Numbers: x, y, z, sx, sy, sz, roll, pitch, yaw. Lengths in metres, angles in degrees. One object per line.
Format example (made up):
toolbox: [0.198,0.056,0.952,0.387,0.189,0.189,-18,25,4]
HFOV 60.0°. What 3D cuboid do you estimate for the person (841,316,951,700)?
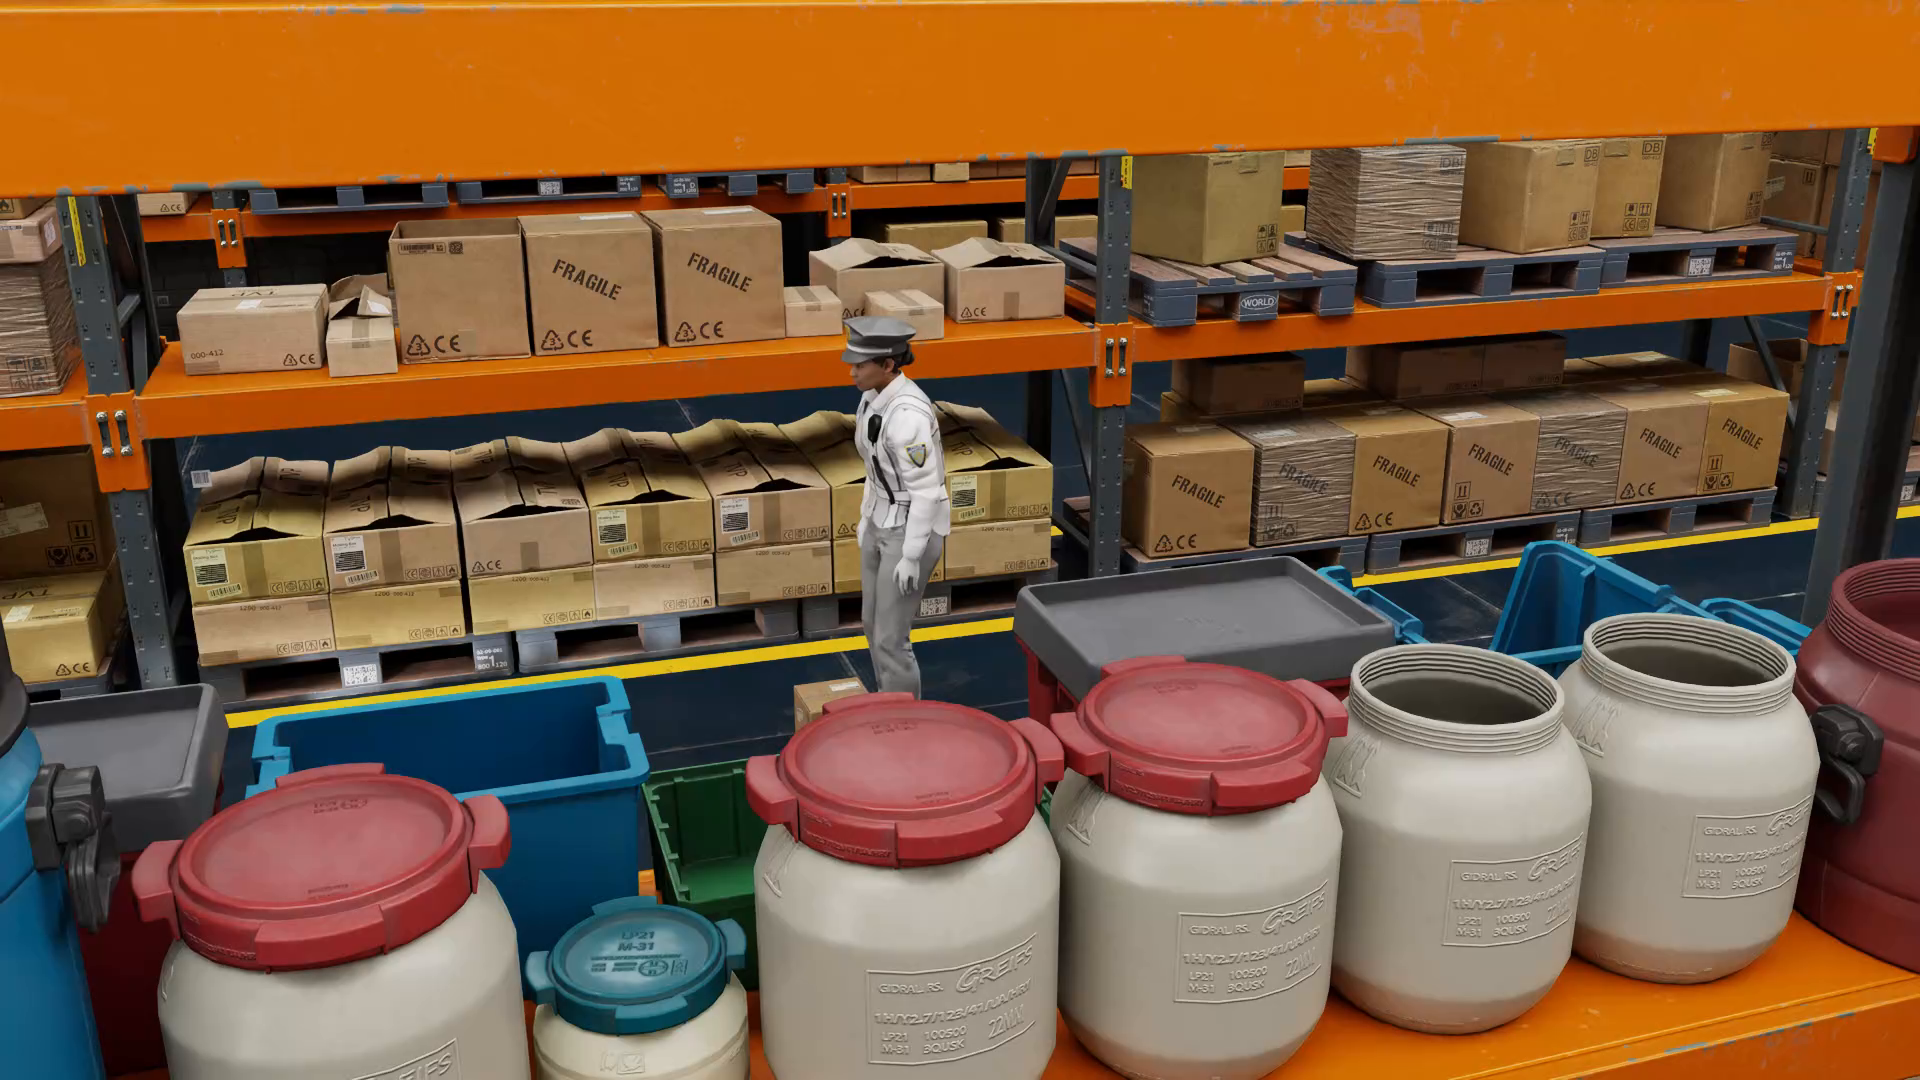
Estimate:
person: [-0.256,0.000,6.063,0.418,1.662,0.532,-7,21,-20]
